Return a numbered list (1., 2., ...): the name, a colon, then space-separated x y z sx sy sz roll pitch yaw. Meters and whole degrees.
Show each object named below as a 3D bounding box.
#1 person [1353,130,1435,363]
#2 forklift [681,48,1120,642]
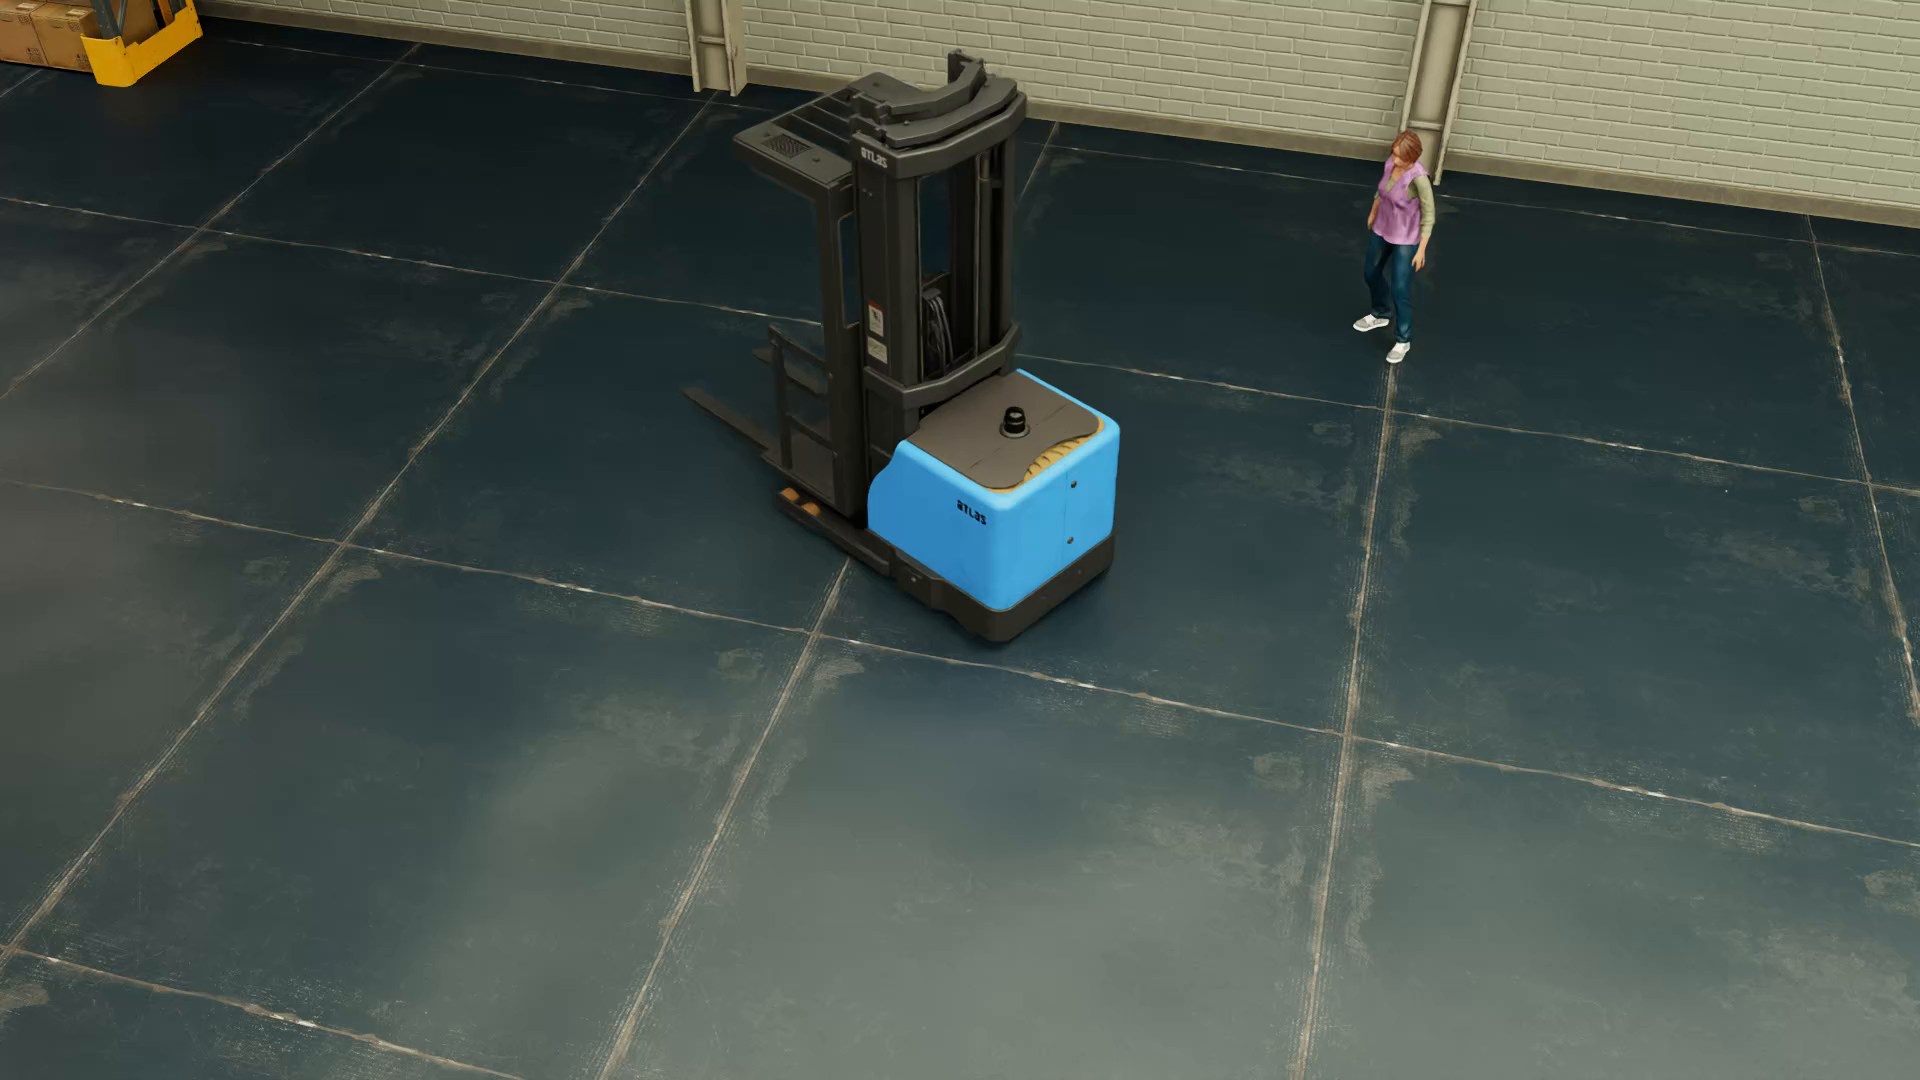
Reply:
1. person: 2.950 -2.037 11.221 0.344 1.571 0.680 -20 45 -21
2. forklift: -0.506 -1.387 9.443 3.031 2.935 1.130 32 51 31
